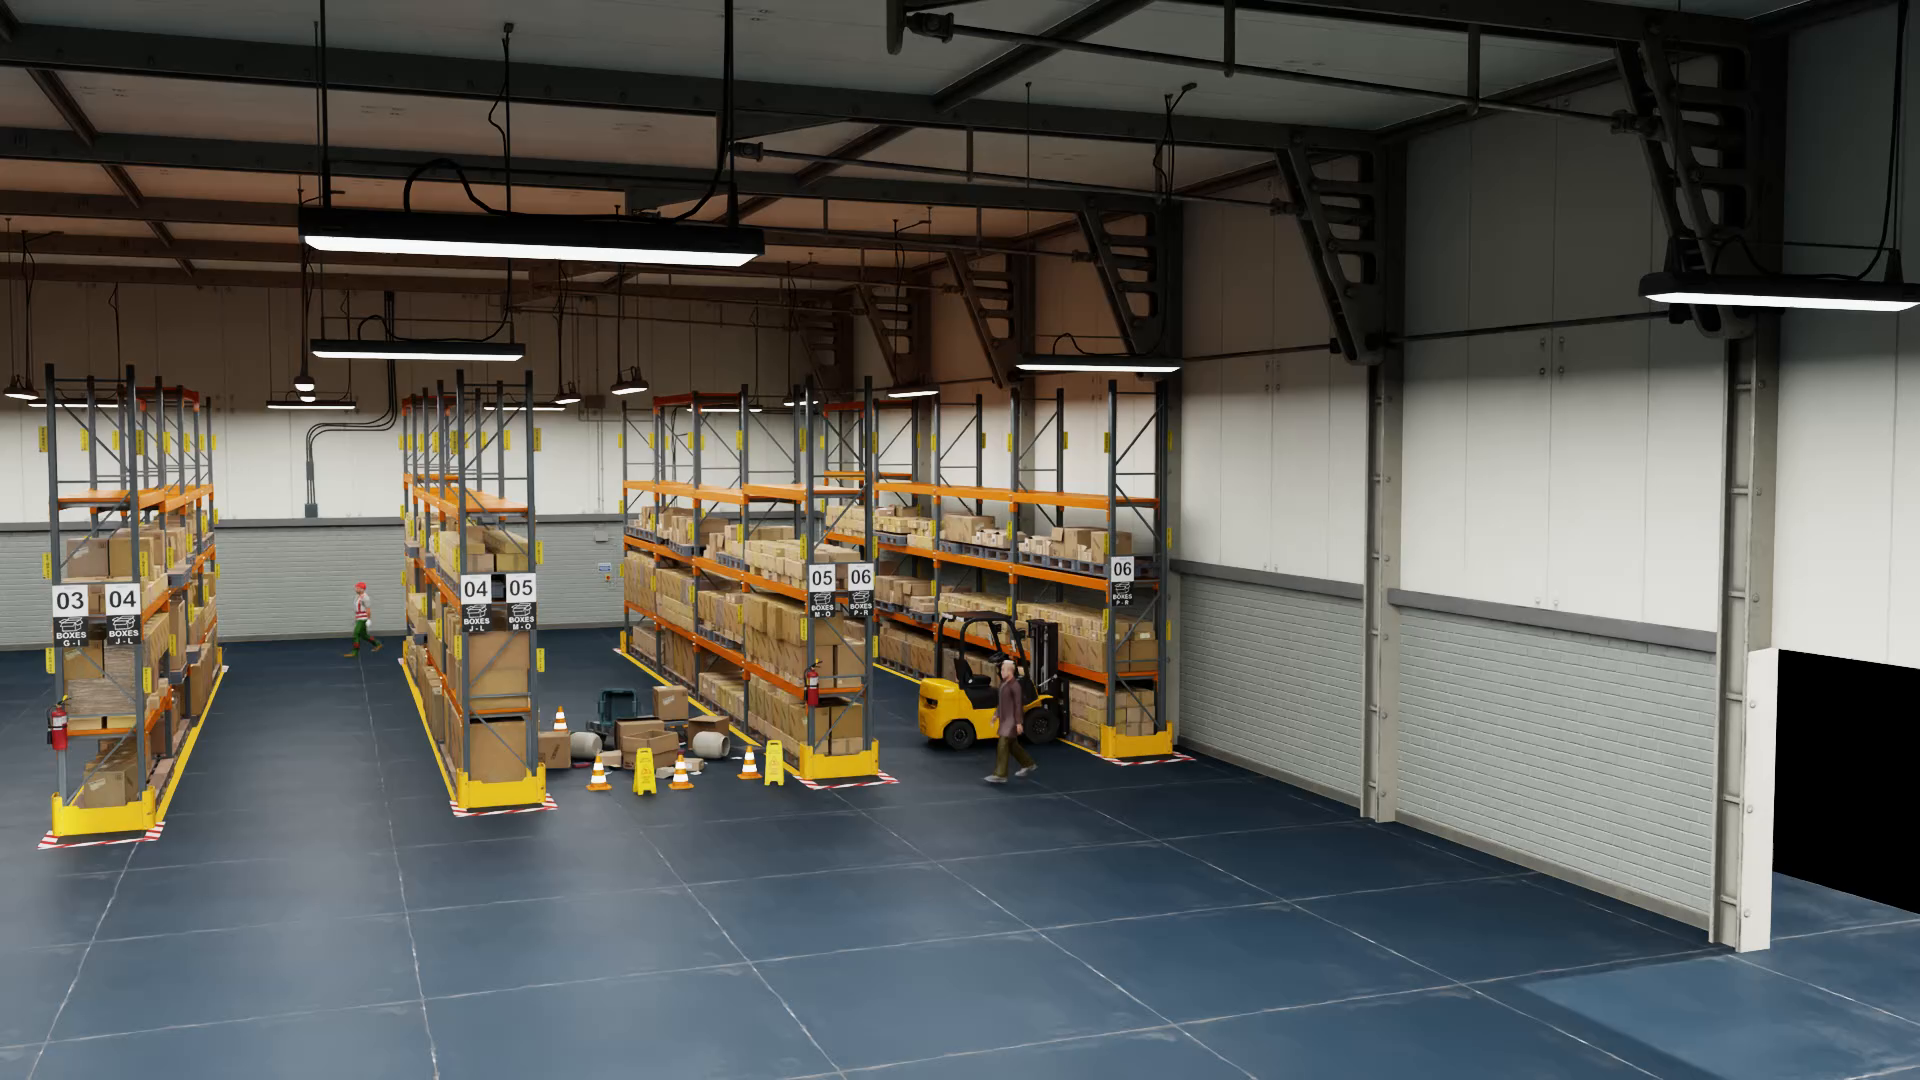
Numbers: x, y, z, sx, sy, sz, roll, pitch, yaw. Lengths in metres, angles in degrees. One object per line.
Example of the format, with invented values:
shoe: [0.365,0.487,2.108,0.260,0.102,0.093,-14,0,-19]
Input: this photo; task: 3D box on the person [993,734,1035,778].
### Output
person: [0.807,3.000,24.680,0.726,0.992,0.429,-1,3,-15]

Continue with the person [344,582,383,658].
person: [-13.952,1.855,38.892,0.942,1.764,0.591,-3,4,-42]
